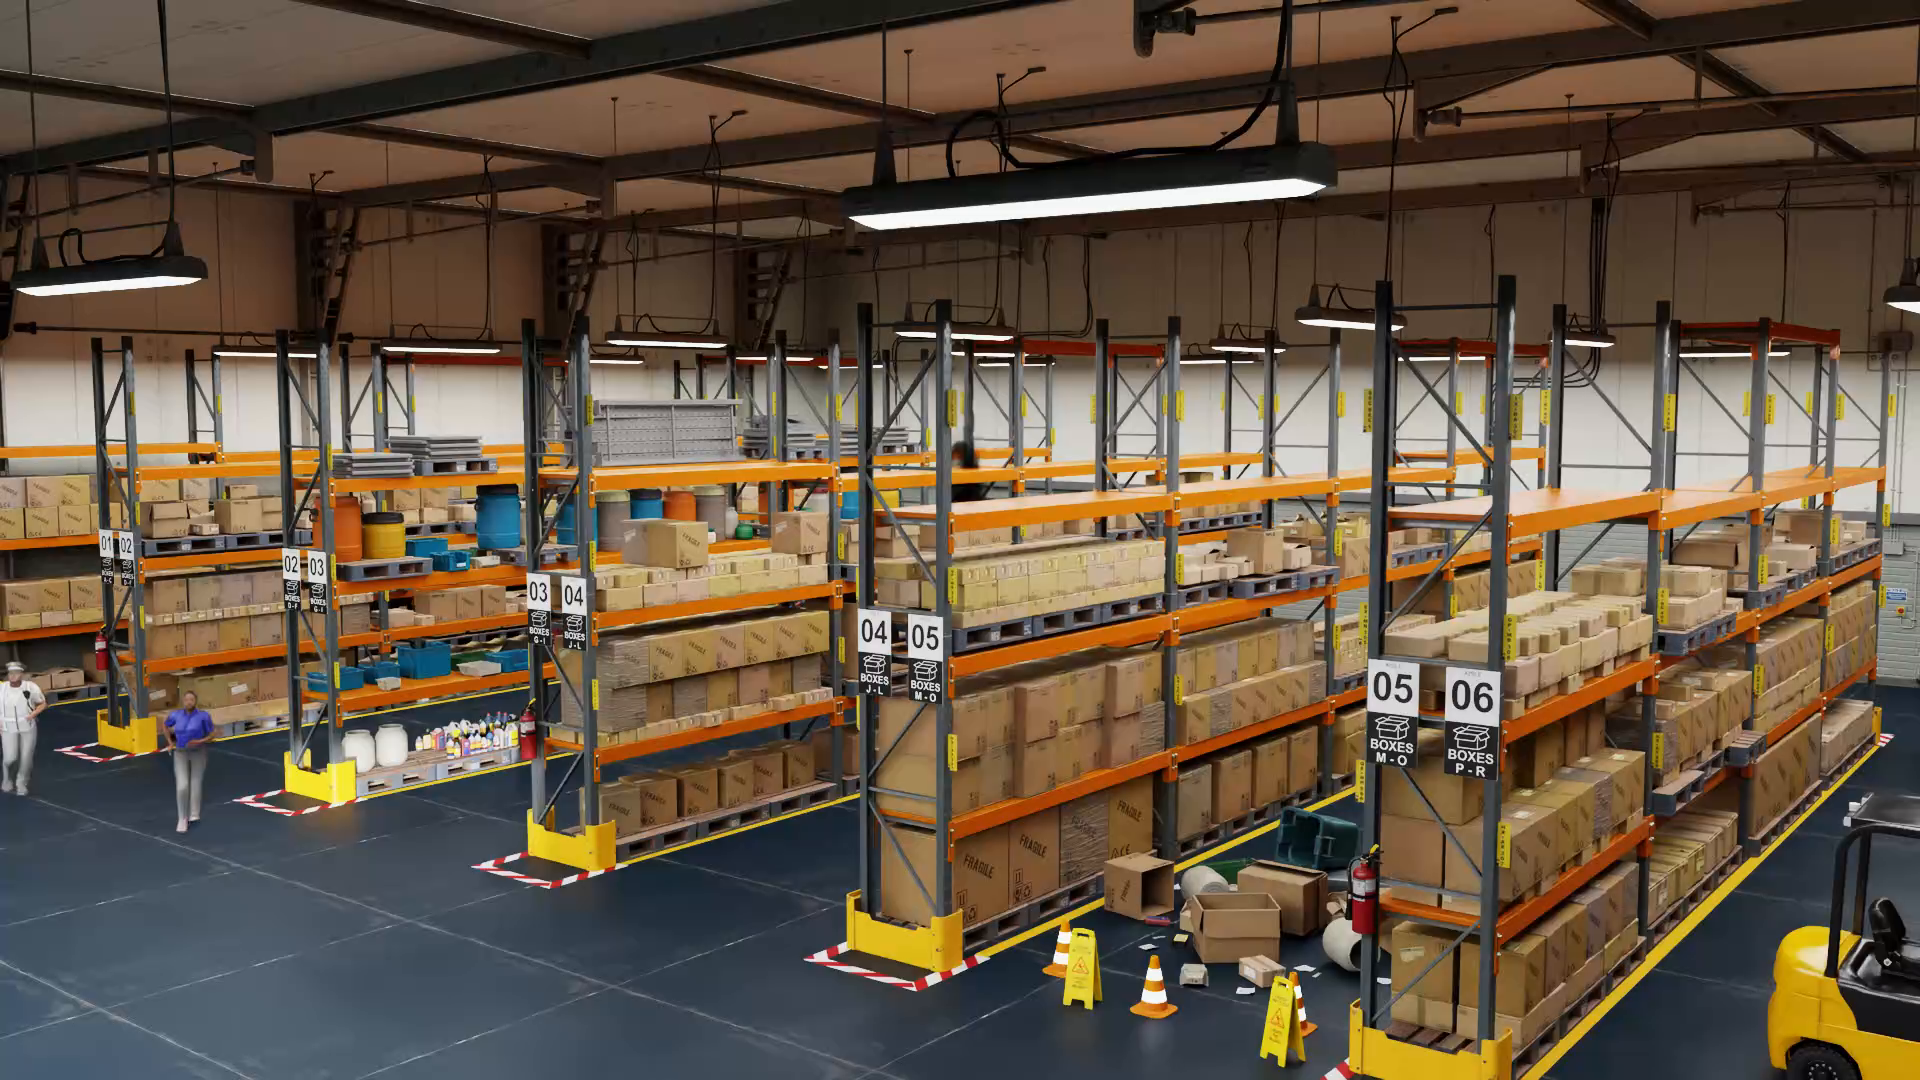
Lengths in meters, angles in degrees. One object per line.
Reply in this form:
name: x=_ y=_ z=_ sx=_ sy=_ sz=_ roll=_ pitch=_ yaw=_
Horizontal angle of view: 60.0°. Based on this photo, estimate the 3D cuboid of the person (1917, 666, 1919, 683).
person: x=14.019 y=2.264 z=23.842 sx=0.548 sy=1.682 sz=0.598 roll=2 pitch=5 yaw=25

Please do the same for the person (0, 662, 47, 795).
person: x=-12.114 y=2.429 z=21.411 sx=0.644 sy=1.752 sz=0.605 roll=-3 pitch=6 yaw=-27

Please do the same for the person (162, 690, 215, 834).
person: x=-9.188 y=2.631 z=19.837 sx=0.580 sy=1.707 sz=0.653 roll=-2 pitch=5 yaw=-23
